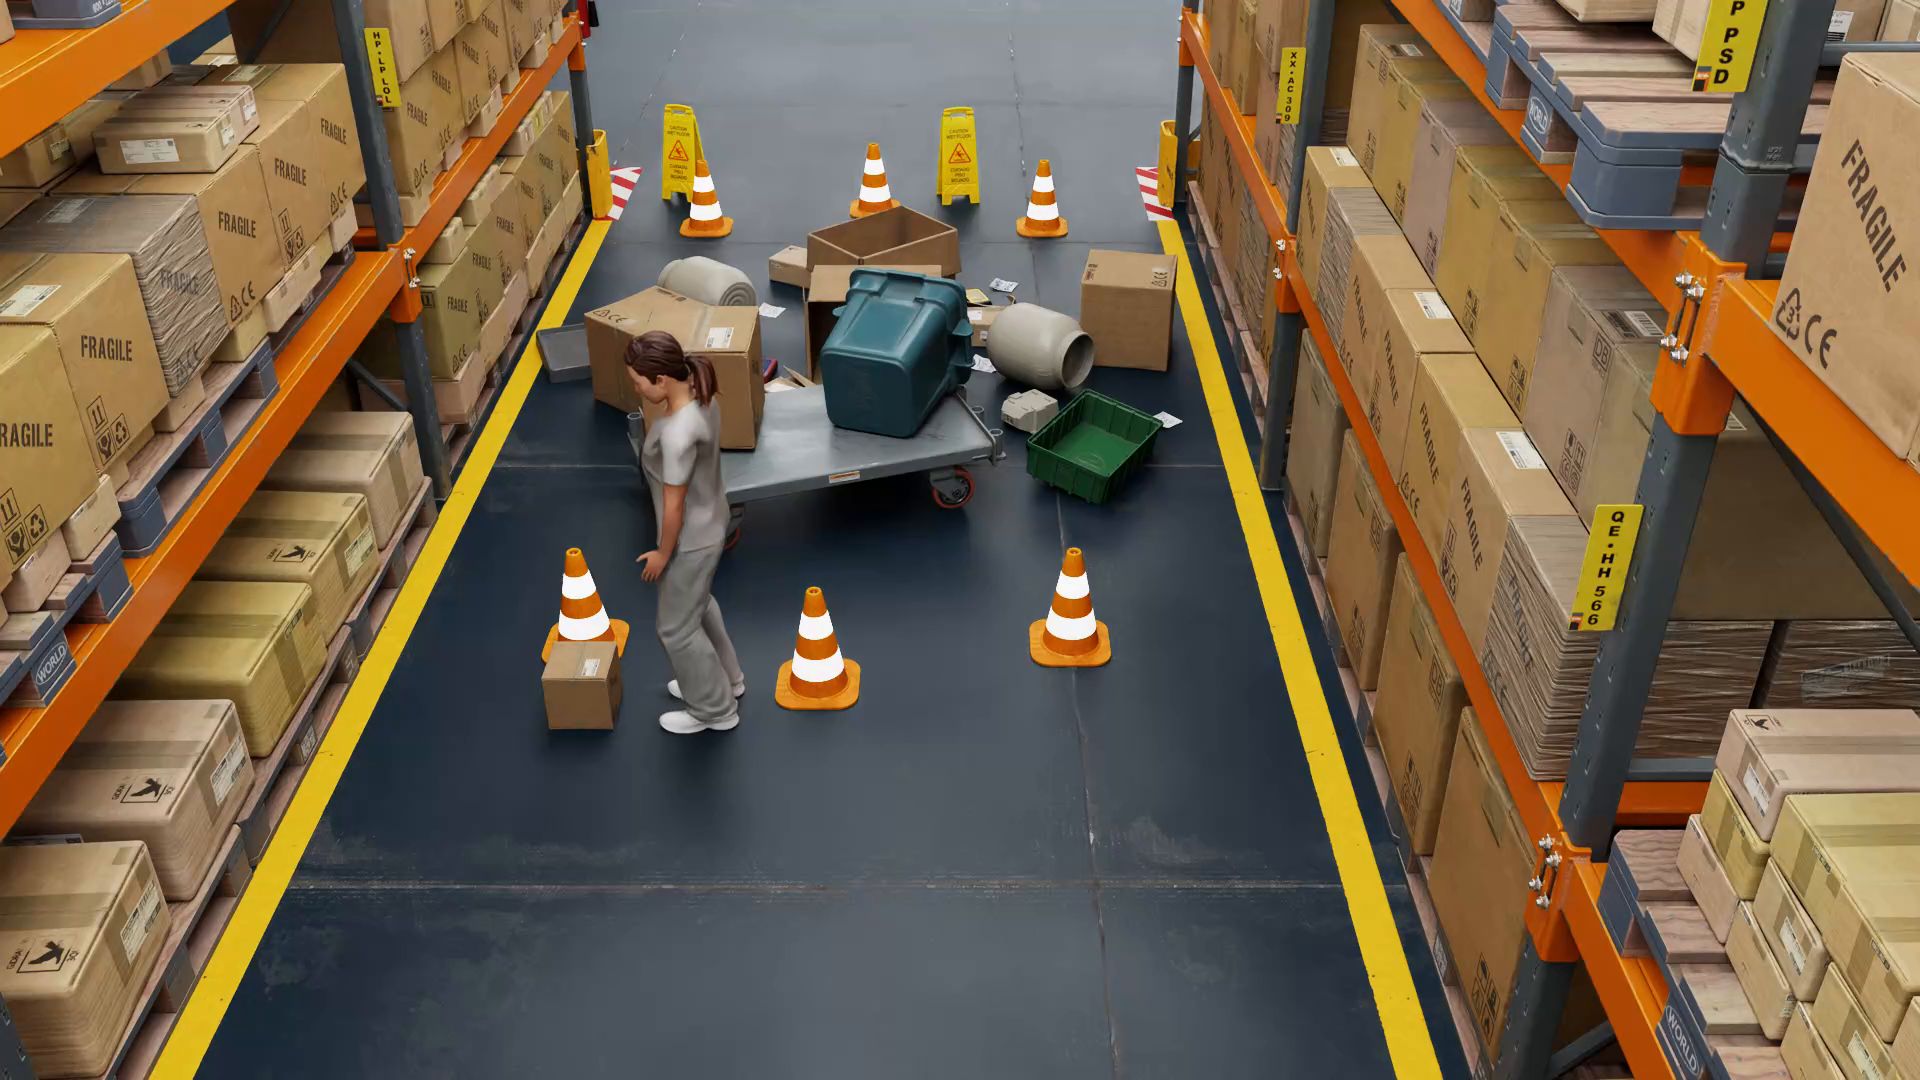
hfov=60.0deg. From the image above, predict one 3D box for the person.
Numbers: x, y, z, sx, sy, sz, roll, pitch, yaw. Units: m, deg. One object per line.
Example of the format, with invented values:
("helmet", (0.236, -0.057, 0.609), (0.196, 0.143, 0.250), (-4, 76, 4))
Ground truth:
("person", (-1.006, -0.014, 6.178), (0.350, 1.662, 0.449), (1, 32, 1))
